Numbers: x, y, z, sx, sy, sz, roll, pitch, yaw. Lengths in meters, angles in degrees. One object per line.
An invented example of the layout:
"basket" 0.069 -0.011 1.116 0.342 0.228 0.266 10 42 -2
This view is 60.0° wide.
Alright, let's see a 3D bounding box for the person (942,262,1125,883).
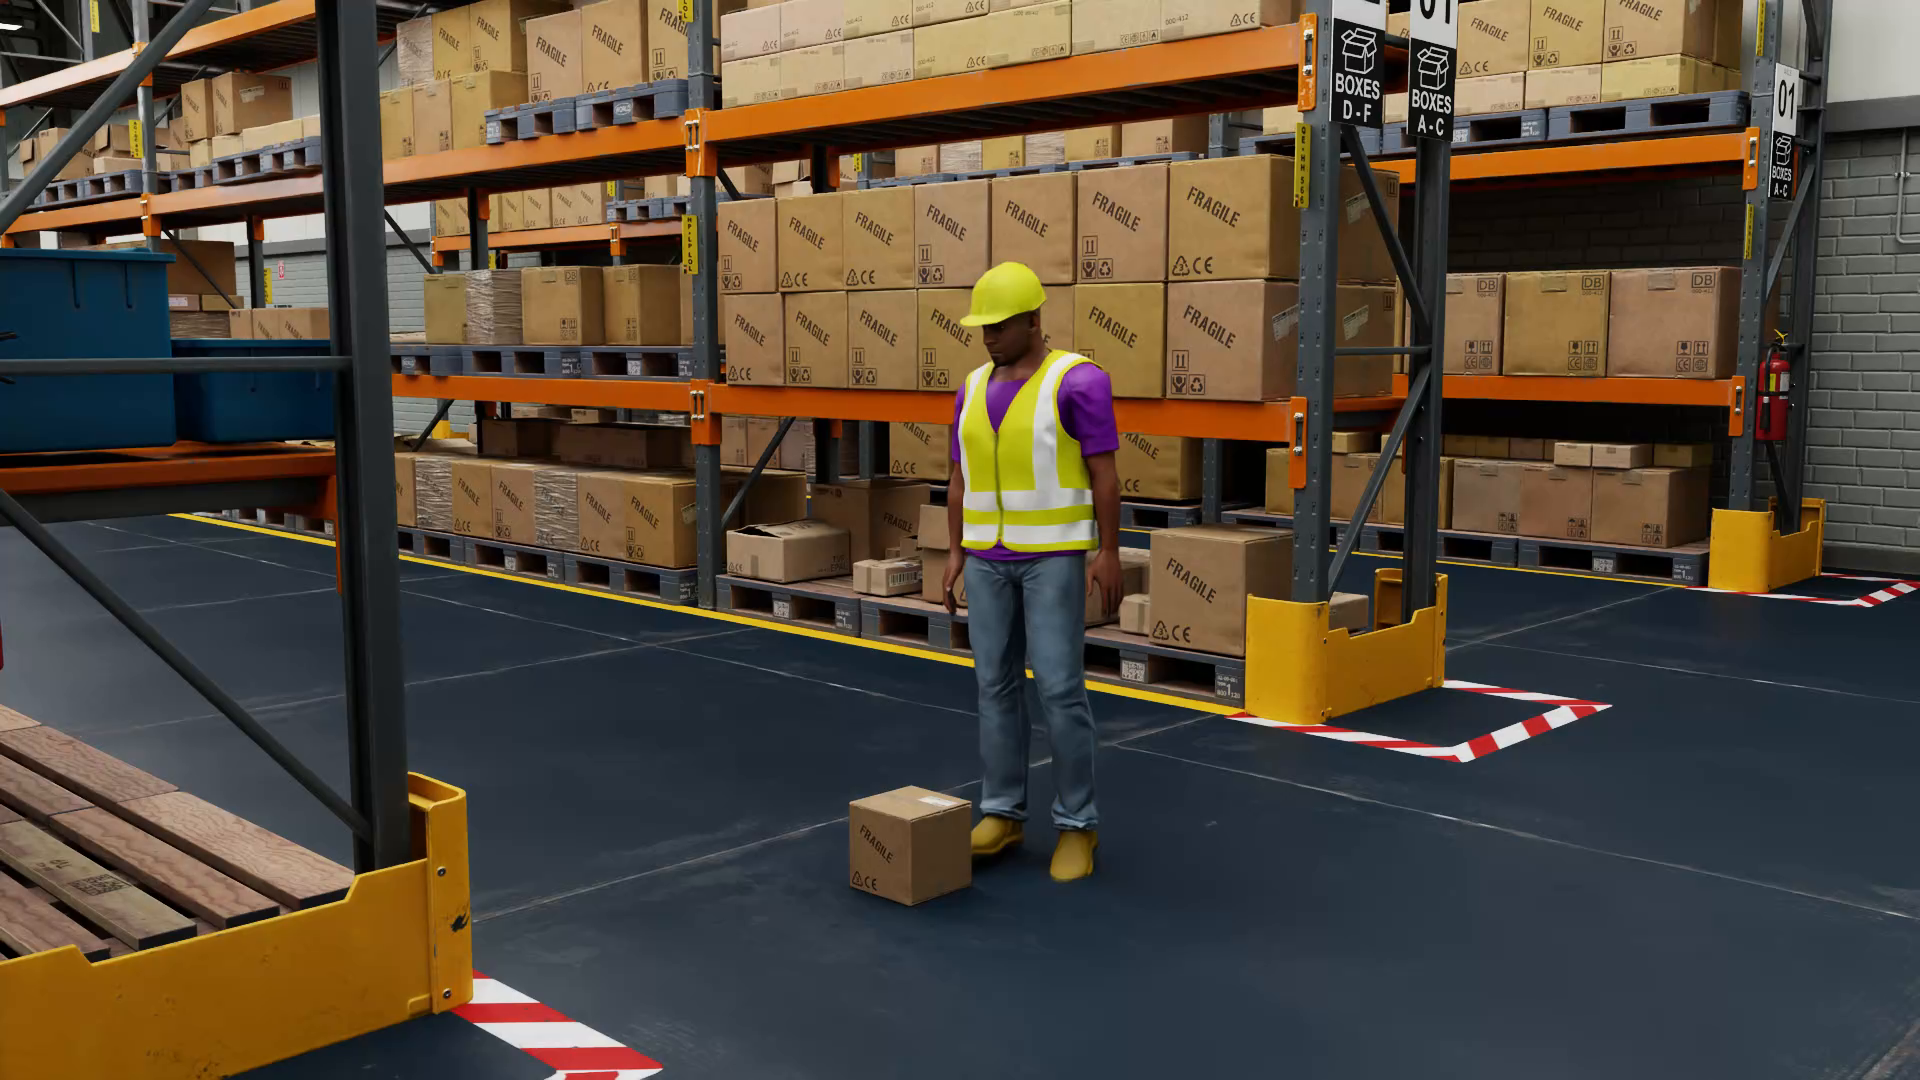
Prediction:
"person" -6.048 -0.453 9.396 15.896 1.823 0.612 5 9 36
